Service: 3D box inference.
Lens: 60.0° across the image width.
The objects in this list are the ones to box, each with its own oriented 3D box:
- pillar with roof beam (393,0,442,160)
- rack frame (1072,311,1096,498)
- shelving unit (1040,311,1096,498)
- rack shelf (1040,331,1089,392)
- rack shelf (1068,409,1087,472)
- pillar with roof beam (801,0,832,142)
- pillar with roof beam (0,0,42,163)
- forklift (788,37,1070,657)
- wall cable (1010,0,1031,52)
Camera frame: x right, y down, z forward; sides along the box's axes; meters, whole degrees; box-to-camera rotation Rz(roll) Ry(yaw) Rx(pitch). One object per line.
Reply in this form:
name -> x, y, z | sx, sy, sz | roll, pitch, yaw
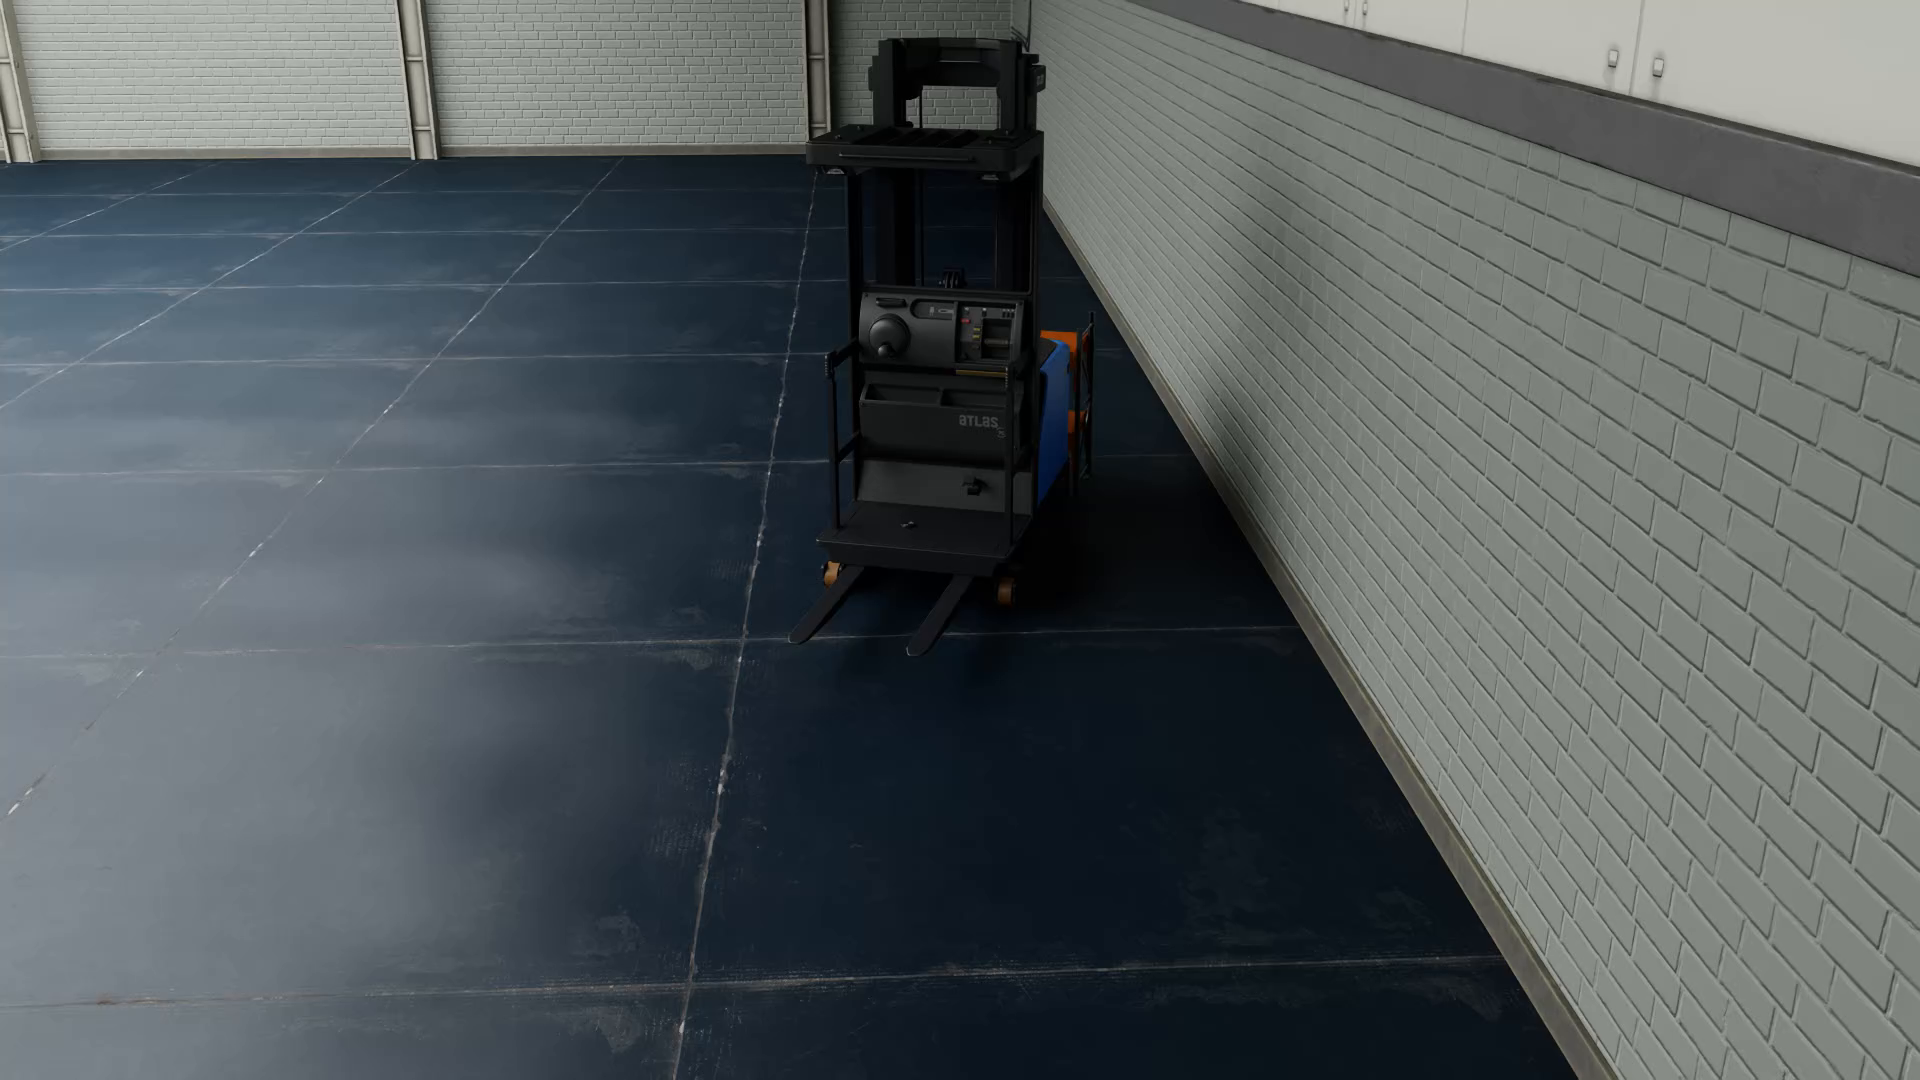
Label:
pillar with roof beam -> -7.933, -8.538, 19.900 | 0.400, 9.000, 9.100 | -1, 21, -3
rack frame -> 0.811, -0.887, 10.869 | 0.032, 1.125, 0.500 | 5, 21, 14
shelving unit -> 0.319, -0.932, 10.988 | 1.048, 1.125, 0.538 | 5, 21, 14
rack shelf -> 0.319, -1.206, 10.884 | 1.000, 0.278, 0.538 | 5, 21, 14
rack shelf -> 0.319, -0.704, 11.075 | 1.000, 0.278, 0.538 | 5, 21, 14
pillar with roof beam -> -1.943, -8.660, 20.220 | 0.400, 9.000, 9.100 | -1, 21, -3
pillar with roof beam -> -13.923, -8.416, 19.580 | 0.400, 9.000, 9.100 | -1, 21, -3
forklift -> -0.153, -1.152, 9.028 | 1.130, 2.935, 3.031 | 5, 21, 13
wall cable -> 0.828, -8.328, 23.712 | 0.112, 2.526, 3.097 | -1, 21, -3
